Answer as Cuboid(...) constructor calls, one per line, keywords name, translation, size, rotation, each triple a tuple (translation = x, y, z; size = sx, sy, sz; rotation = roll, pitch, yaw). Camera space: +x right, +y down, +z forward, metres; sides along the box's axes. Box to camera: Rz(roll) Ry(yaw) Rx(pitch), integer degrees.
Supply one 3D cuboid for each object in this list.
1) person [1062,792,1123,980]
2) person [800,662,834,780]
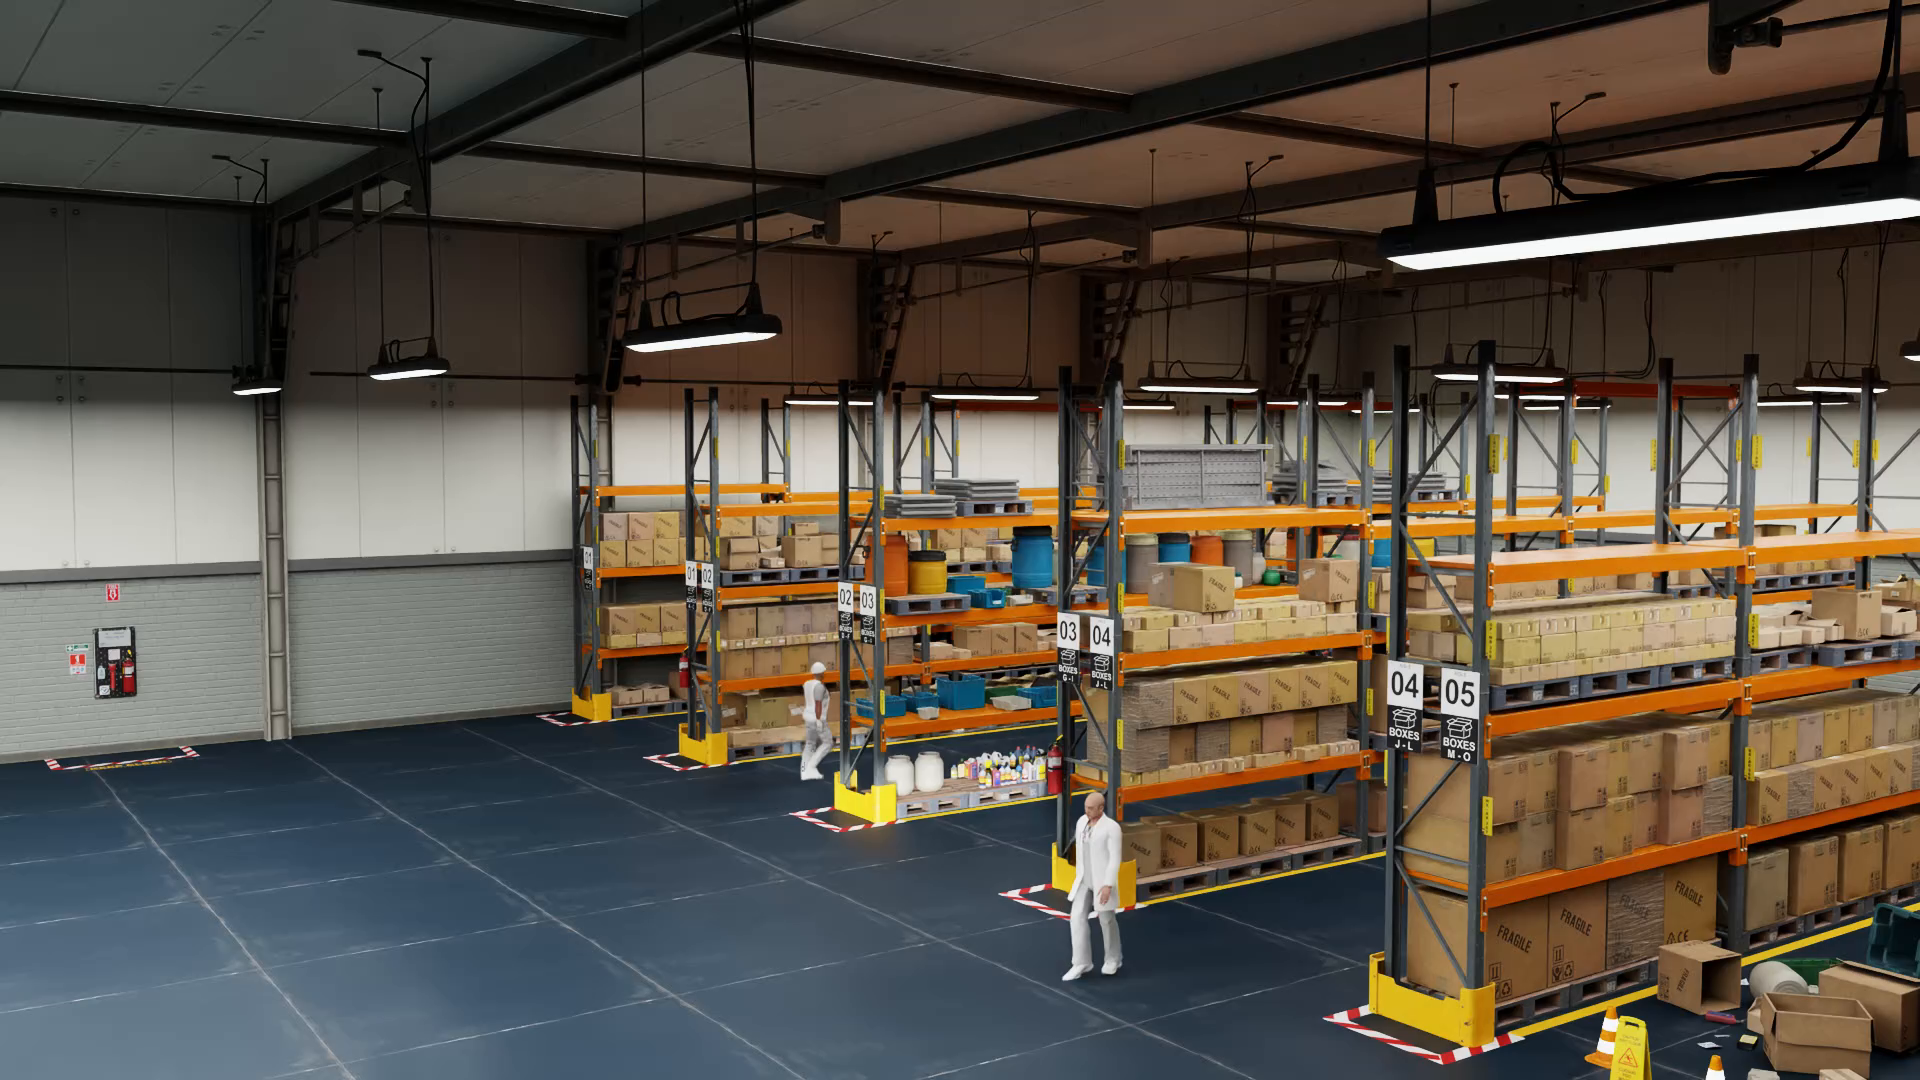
Cuboid(name="person", translation=(1.316, 3.326, 16.009), size=(0.632, 1.823, 0.661), rotation=(3, 5, 44))
Cuboid(name="person", translation=(-2.190, 2.744, 25.262), size=(0.467, 1.769, 0.605), rotation=(-1, 4, -24))
